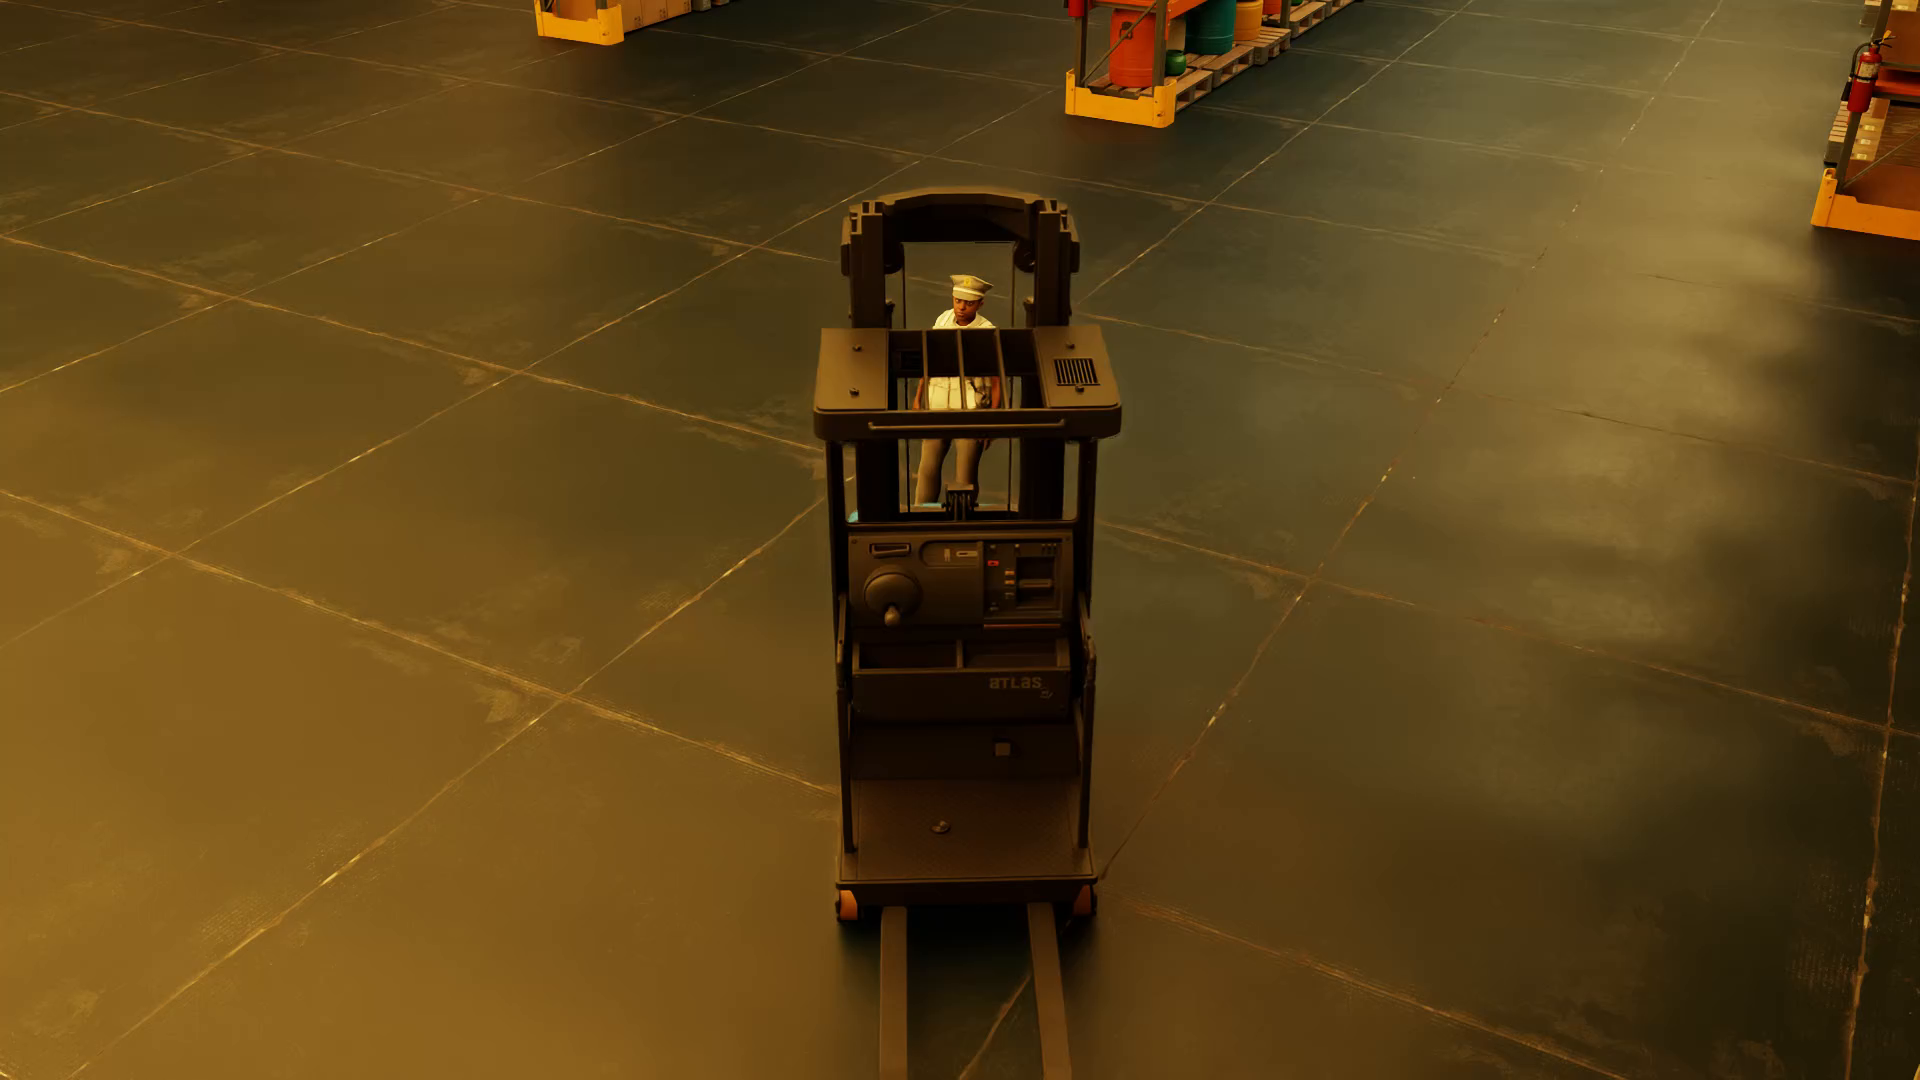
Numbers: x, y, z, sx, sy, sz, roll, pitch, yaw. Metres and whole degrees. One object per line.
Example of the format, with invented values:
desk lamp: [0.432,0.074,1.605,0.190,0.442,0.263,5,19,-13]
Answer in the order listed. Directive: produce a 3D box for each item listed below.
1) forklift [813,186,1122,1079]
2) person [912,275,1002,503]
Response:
forklift: [0.015,0.208,6.711,1.130,2.935,3.031,-1,30,-2]
person: [-0.053,-0.712,9.527,0.570,1.695,0.530,15,33,25]
